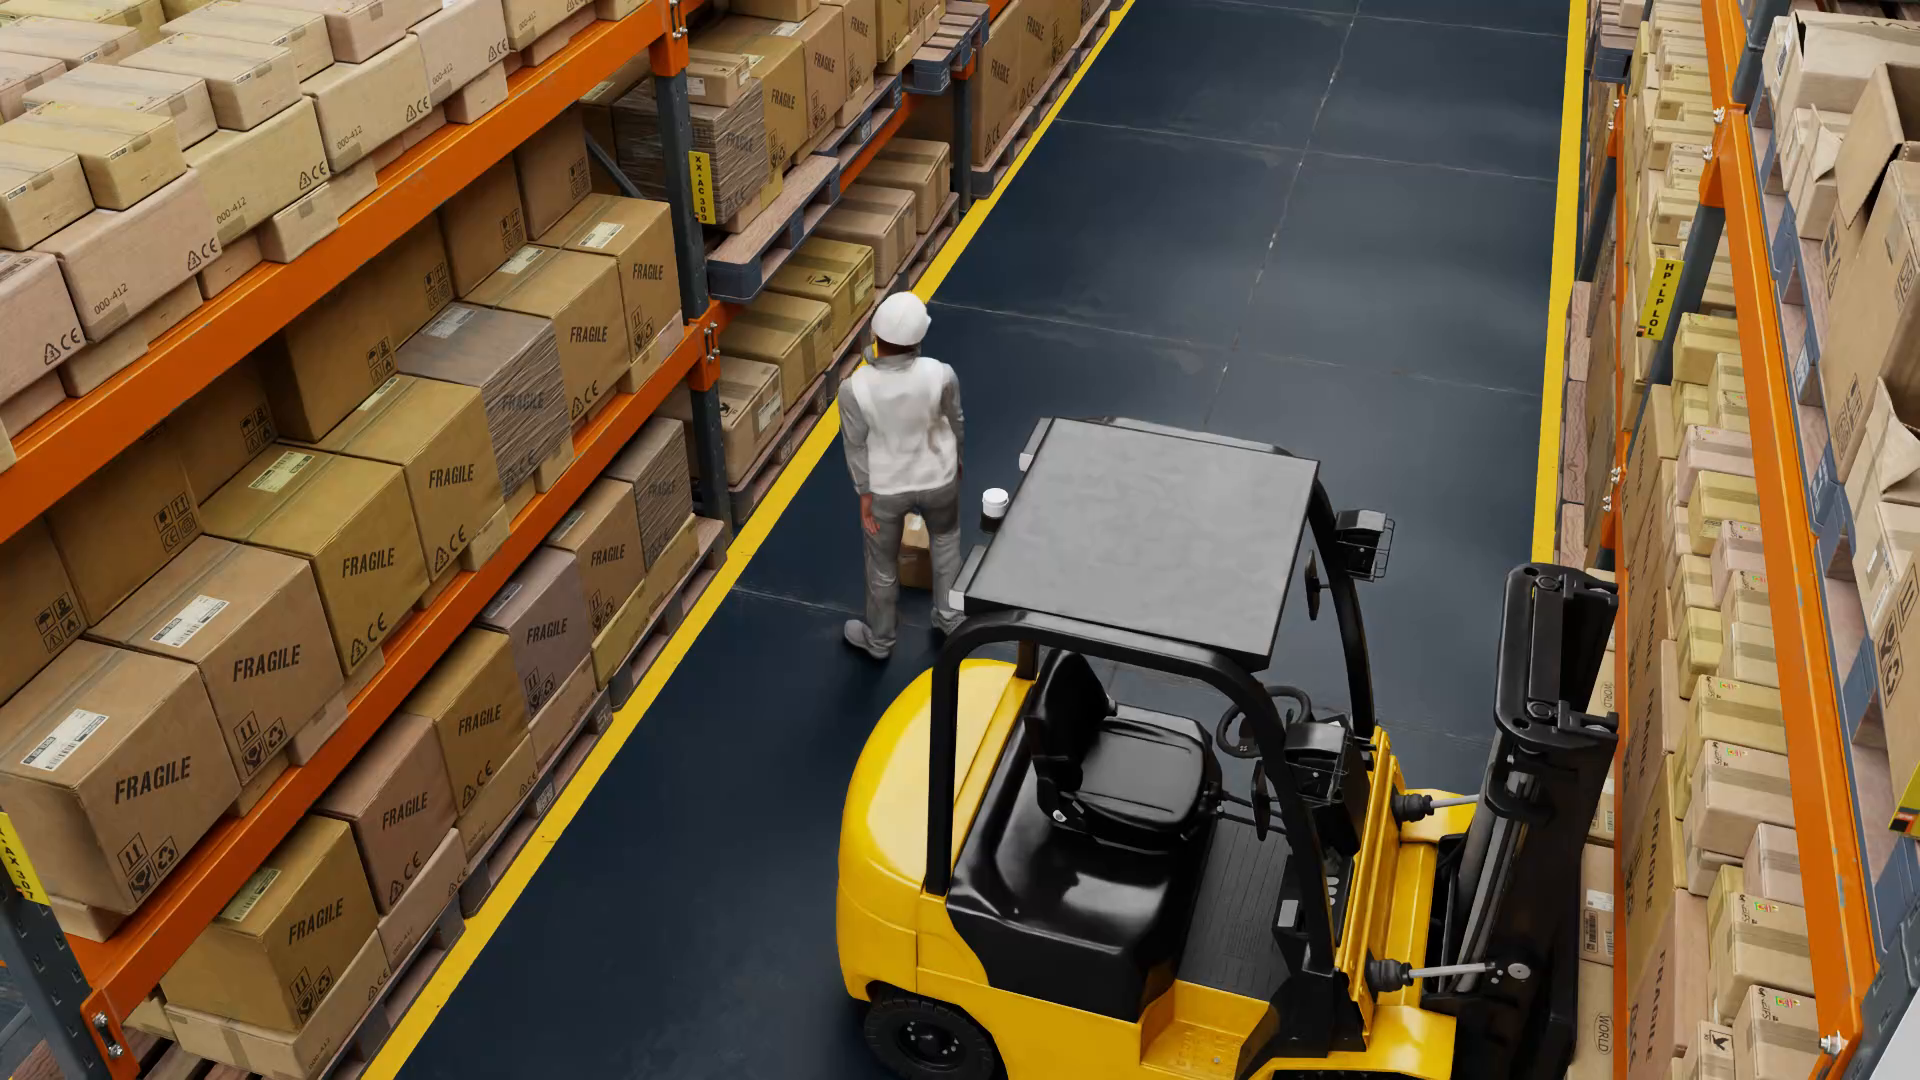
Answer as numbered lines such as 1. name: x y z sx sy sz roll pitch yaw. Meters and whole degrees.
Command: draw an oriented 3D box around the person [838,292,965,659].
1. person: -0.247 -0.272 7.195 0.571 1.777 0.376 -8 37 -10
